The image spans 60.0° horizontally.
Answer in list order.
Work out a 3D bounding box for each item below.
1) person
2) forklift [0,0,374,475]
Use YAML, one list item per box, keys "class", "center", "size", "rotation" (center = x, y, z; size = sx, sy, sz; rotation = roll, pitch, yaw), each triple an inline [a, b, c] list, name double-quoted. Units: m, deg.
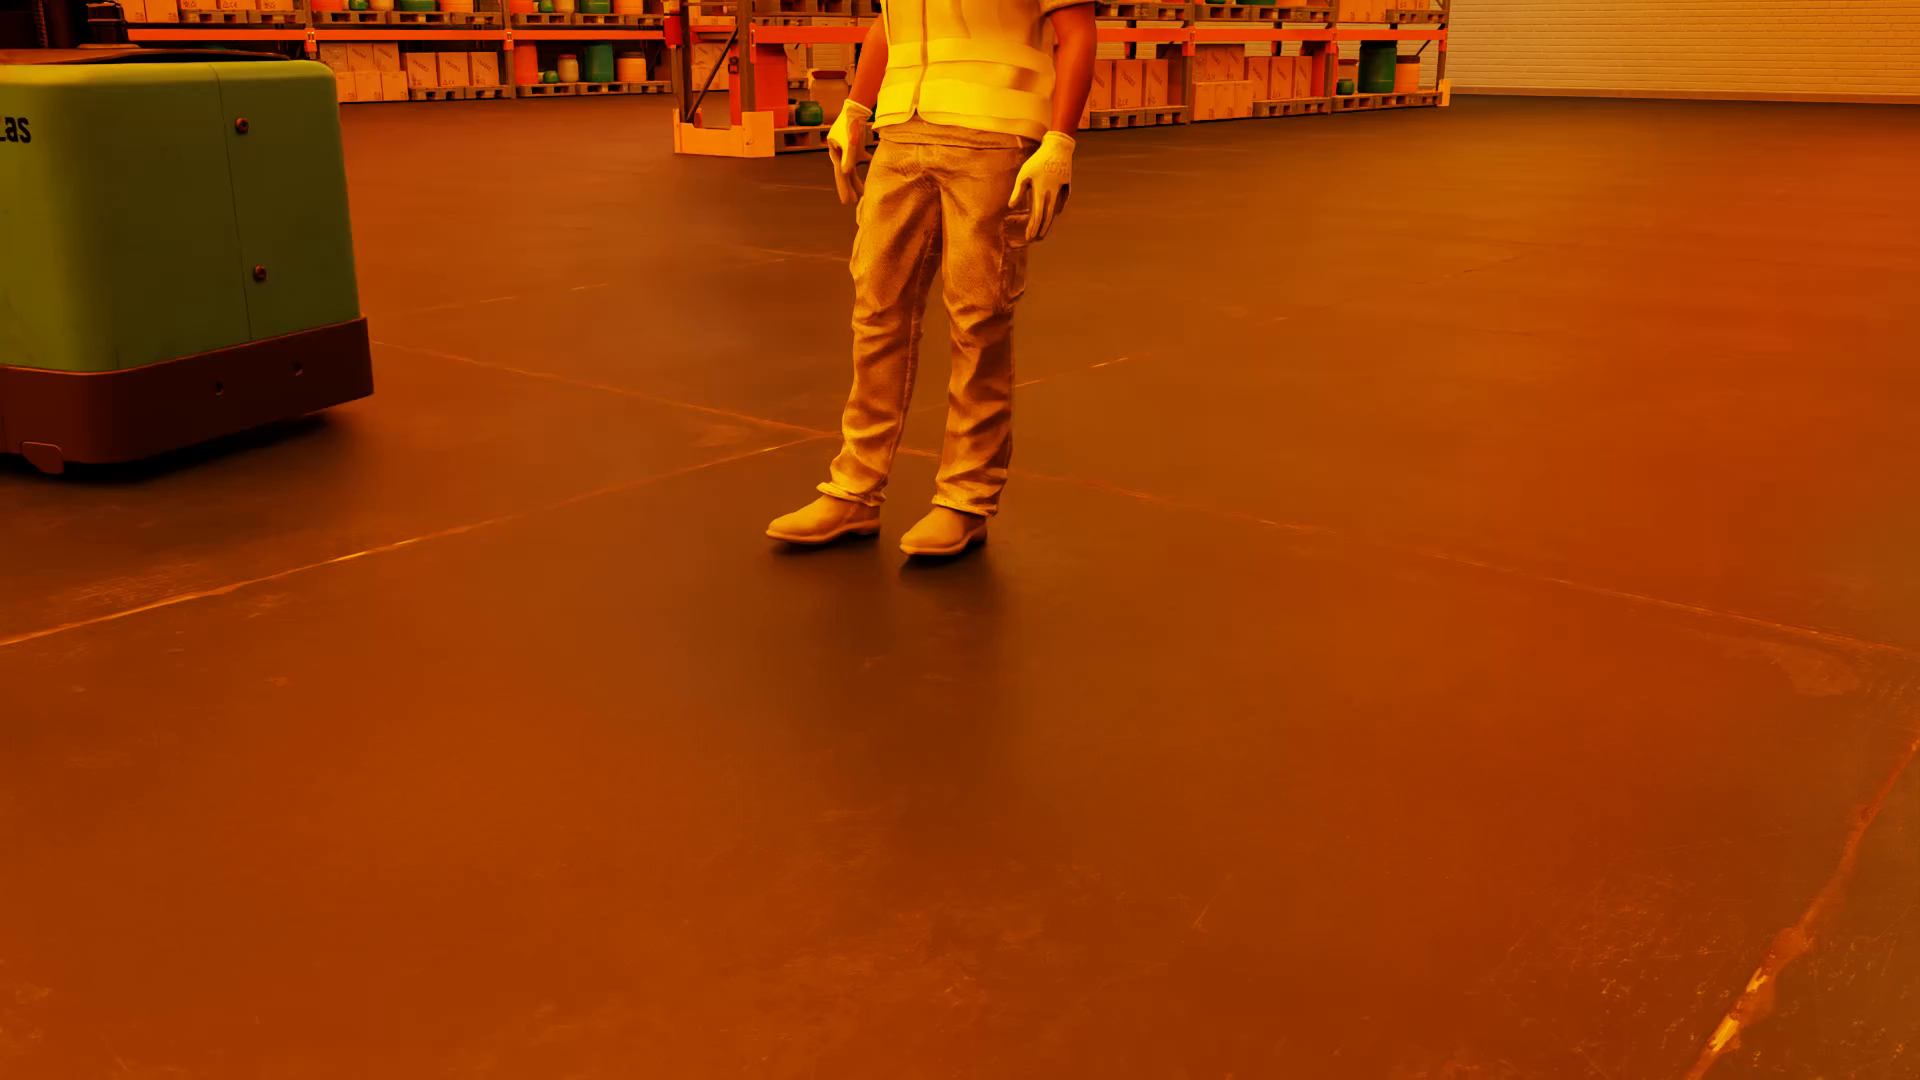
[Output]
- class: "person"
  center: [-0.053, -0.845, 3.632]
  size: [0.657, 1.785, 0.575]
  rotation: [13, 21, 37]
- class: "forklift"
  center: [-3.403, -1.830, 4.923]
  size: [3.031, 2.935, 1.130]
  rotation: [7, 18, 21]
